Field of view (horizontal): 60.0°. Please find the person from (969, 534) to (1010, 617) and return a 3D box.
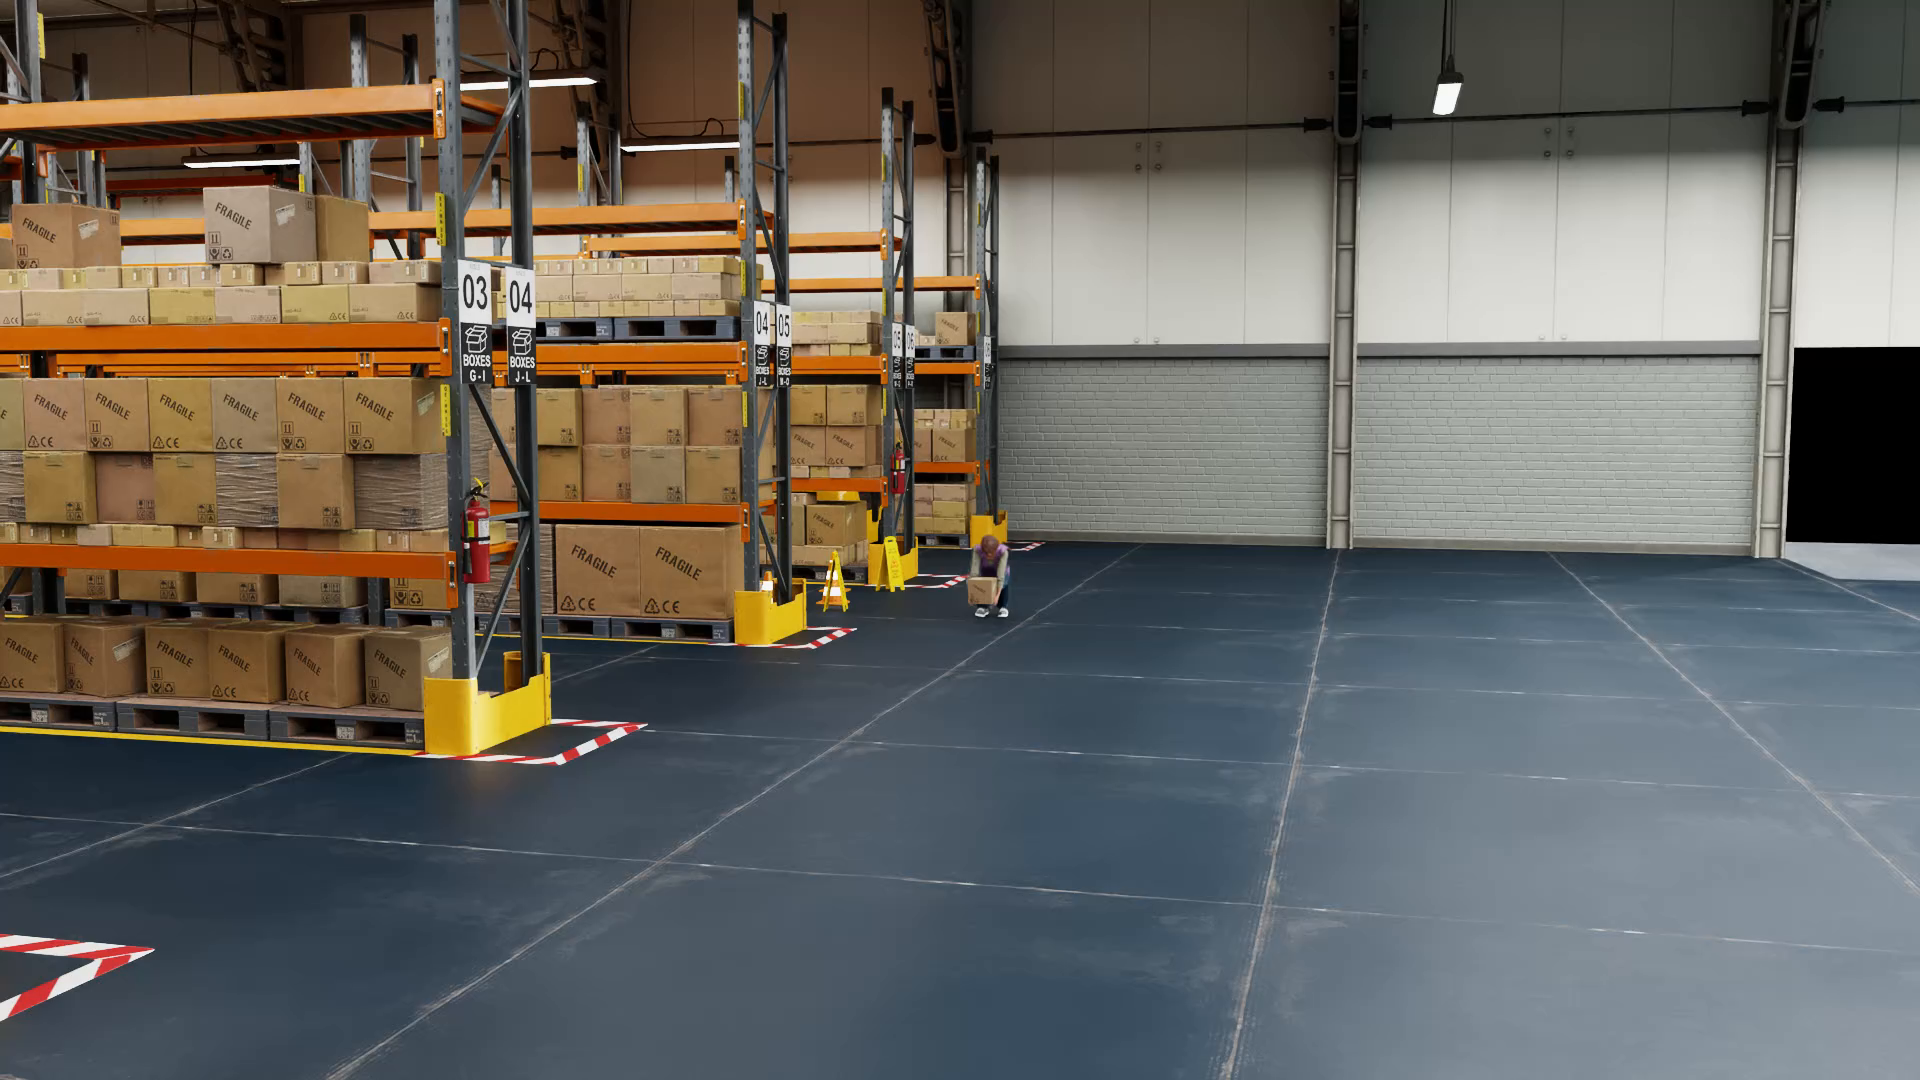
[{"bbox_3d":[0.315,0.367,17.408,0.420,0.911,0.829,1,5,12],"label":"person"}]
